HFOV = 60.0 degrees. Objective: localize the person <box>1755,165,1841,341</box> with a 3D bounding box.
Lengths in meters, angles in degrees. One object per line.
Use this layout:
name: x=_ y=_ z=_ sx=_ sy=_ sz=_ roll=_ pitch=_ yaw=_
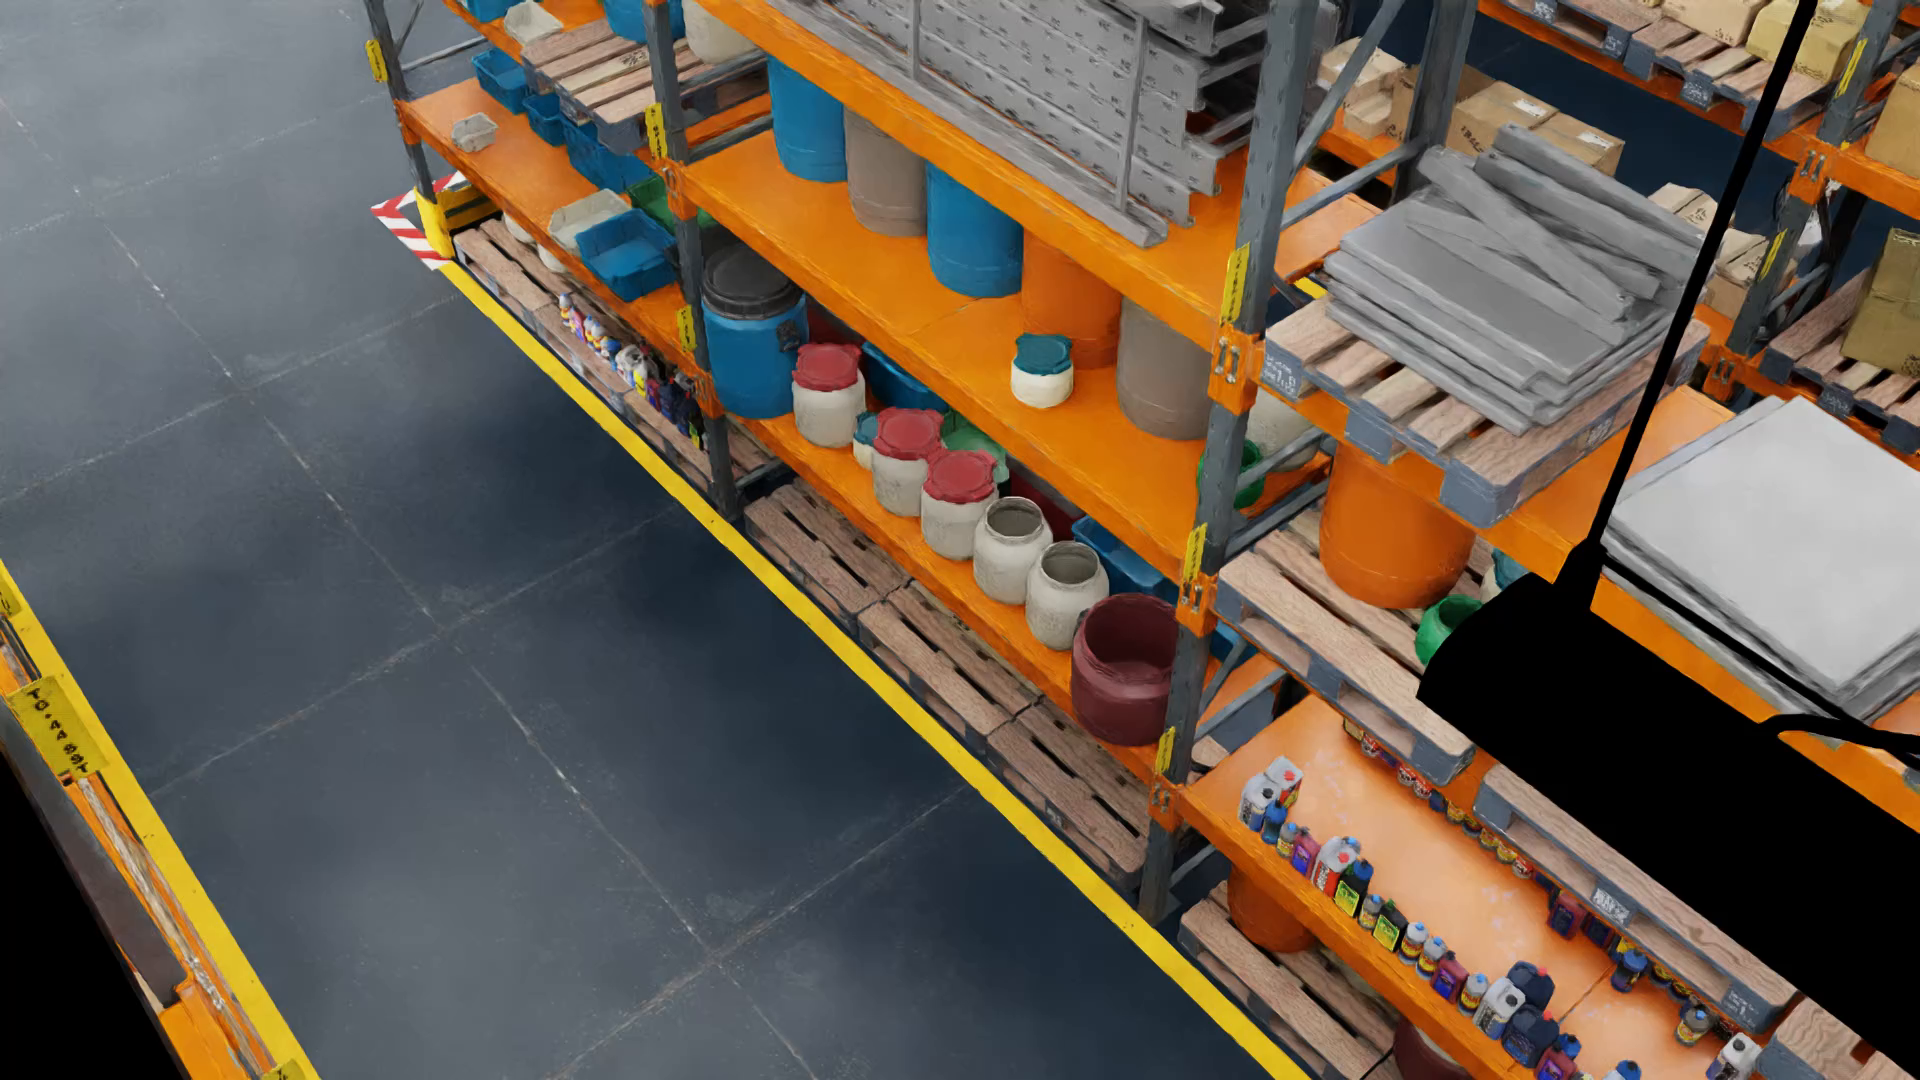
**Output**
person: x=6.018 y=-2.195 z=11.958 sx=0.592 sy=1.625 sz=0.531 roll=-34 pitch=55 yaw=-28
